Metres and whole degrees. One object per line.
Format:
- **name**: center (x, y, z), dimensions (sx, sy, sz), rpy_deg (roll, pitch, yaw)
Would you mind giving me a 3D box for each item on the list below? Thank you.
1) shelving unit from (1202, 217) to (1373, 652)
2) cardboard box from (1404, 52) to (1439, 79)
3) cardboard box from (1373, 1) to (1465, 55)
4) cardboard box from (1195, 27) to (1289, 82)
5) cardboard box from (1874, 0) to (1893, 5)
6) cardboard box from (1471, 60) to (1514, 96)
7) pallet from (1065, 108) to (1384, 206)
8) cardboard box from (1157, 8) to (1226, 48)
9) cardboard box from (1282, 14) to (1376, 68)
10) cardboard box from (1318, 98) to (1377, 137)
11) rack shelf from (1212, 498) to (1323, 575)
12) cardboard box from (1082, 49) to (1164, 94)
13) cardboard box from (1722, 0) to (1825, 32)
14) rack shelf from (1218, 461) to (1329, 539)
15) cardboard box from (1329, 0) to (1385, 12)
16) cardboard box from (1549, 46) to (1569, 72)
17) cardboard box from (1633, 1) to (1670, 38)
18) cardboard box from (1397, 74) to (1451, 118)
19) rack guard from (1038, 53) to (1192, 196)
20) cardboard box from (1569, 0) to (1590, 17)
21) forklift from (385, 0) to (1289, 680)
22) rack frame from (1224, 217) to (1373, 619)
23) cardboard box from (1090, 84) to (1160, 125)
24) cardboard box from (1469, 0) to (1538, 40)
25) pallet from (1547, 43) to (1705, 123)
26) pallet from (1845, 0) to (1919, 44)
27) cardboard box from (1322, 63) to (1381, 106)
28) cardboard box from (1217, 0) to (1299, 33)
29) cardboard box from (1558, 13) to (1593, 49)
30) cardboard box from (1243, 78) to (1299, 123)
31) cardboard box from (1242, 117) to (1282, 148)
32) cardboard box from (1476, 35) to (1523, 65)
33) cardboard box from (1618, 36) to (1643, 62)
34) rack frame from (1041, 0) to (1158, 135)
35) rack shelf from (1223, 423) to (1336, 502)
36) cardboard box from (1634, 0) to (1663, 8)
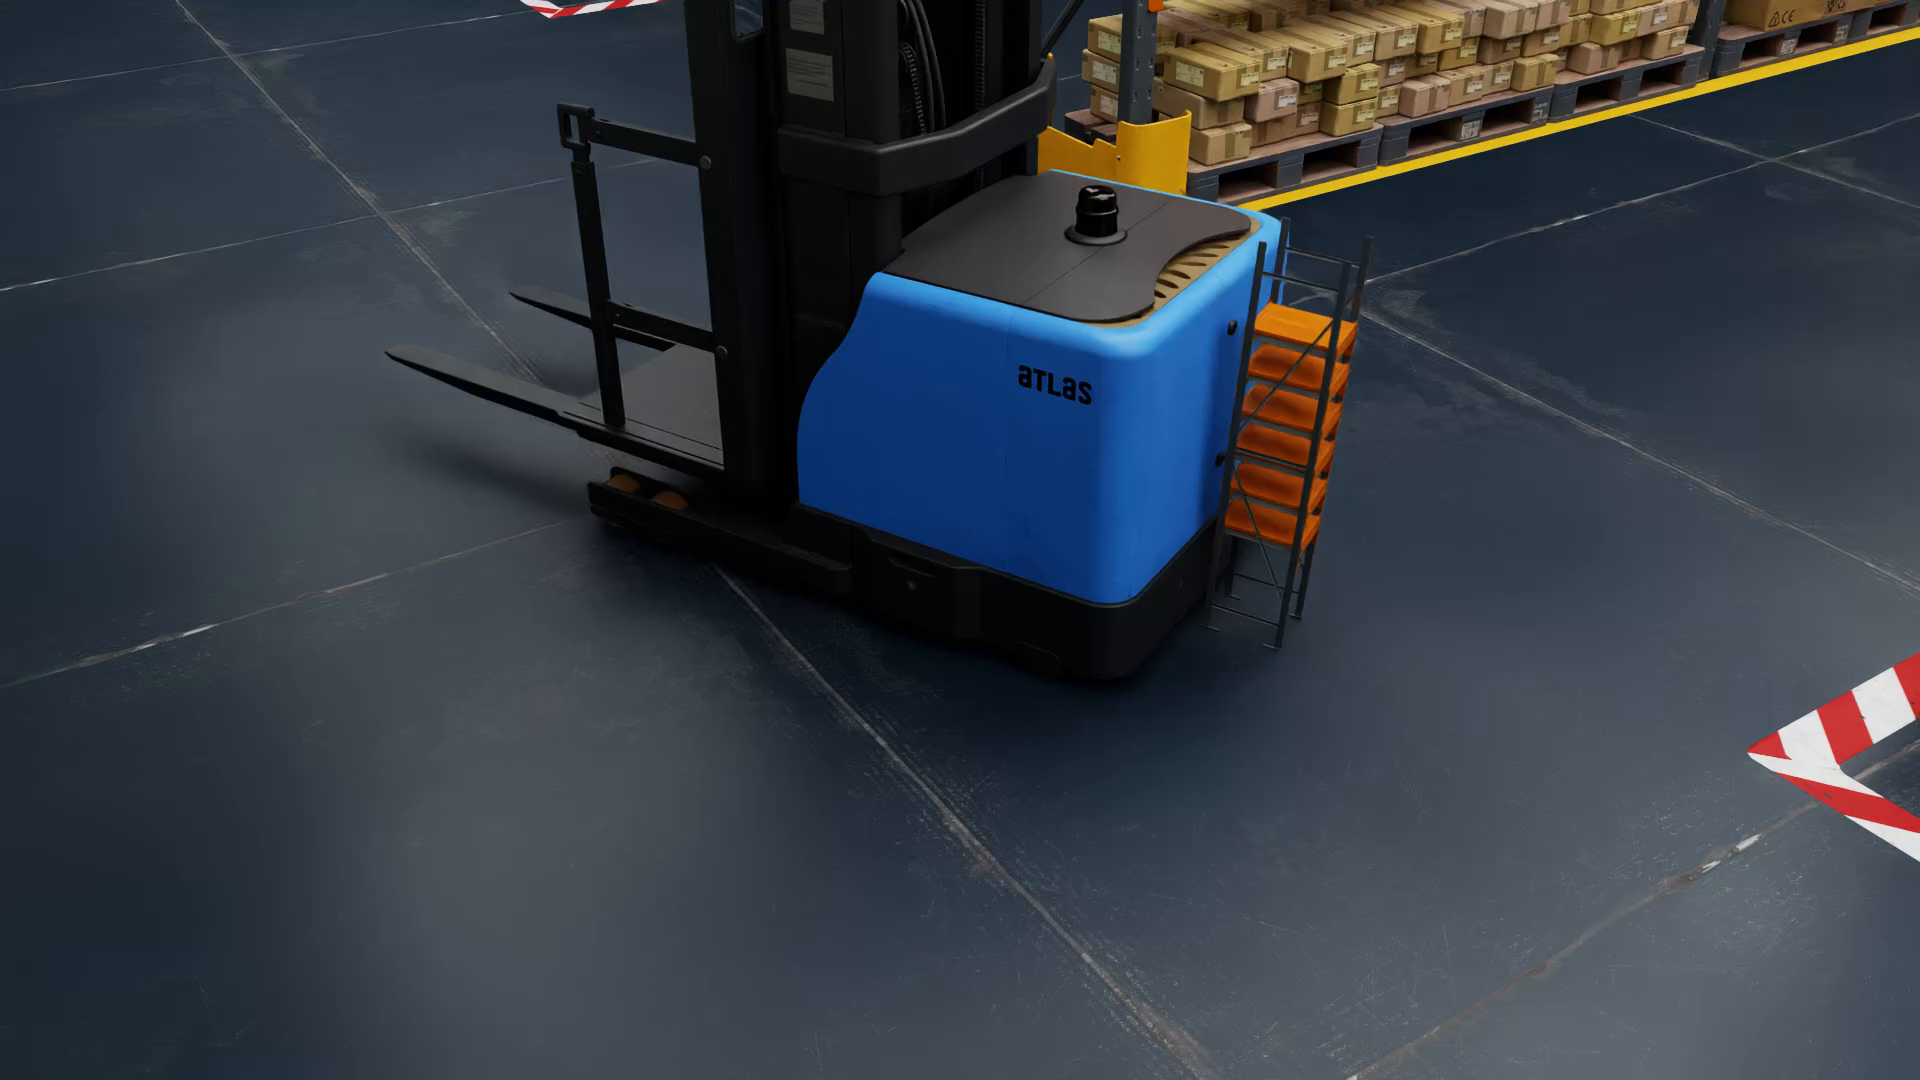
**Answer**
- **shelving unit**: center (0.876, -0.259, 4.525), dimensions (0.258, 1.200, 0.189), rpy_deg (18, 36, 22)
- **cardboard box**: center (2.163, -2.435, 8.298), dimensions (0.250, 0.149, 0.380), rpy_deg (-17, 36, -25)
- **cardboard box**: center (2.233, -2.507, 8.134), dimensions (0.250, 0.149, 0.380), rpy_deg (-18, 37, -27)
- **cardboard box**: center (1.304, -2.251, 7.728), dimensions (0.250, 0.149, 0.380), rpy_deg (-18, 37, -26)
- **cardboard box**: center (5.517, -3.578, 10.059), dimensions (0.500, 0.500, 0.500), rpy_deg (-18, 37, -26)
- **cardboard box**: center (2.605, -2.413, 8.542), dimensions (0.250, 0.149, 0.380), rpy_deg (-18, 37, -26)
- **pallet**: center (1.279, -1.957, 8.154), dimensions (1.213, 0.211, 1.003), rpy_deg (-19, 37, -27)
- **cardboard box**: center (1.063, -2.432, 8.015), dimensions (0.250, 0.149, 0.380), rpy_deg (-18, 37, -26)
- **cardboard box**: center (1.749, -2.375, 7.925), dimensions (0.250, 0.149, 0.380), rpy_deg (-21, 38, -30)
- **cardboard box**: center (1.782, -2.087, 8.025), dimensions (0.250, 0.149, 0.380), rpy_deg (-18, 37, -27)
- **rack shelf**: center (0.864, -0.022, 4.682), dimensions (0.258, 0.103, 0.180), rpy_deg (18, 36, 22)
- **cardboard box**: center (0.802, -2.273, 8.042), dimensions (0.250, 0.149, 0.380), rpy_deg (-20, 37, -29)
- **cardboard box**: center (4.640, -3.266, 9.566), dimensions (0.500, 0.500, 0.500), rpy_deg (-17, 36, -25)
- **rack shelf**: center (0.869, -0.122, 4.616), dimensions (0.258, 0.103, 0.180), rpy_deg (18, 36, 22)
- **cardboard box**: center (1.941, -2.739, 8.502), dimensions (0.250, 0.149, 0.380), rpy_deg (-20, 38, -29)
- **cardboard box**: center (2.992, -2.592, 8.827), dimensions (0.250, 0.149, 0.380), rpy_deg (-20, 37, -28)
- **cardboard box**: center (3.562, -2.832, 8.927), dimensions (0.250, 0.149, 0.380), rpy_deg (-21, 38, -29)
- **cardboard box**: center (2.201, -2.236, 8.262), dimensions (0.250, 0.149, 0.380), rpy_deg (-21, 38, -30)
- **rack guard**: center (0.577, -1.860, 7.730), dimensions (0.348, 0.500, 1.175), rpy_deg (-19, 37, -27)
- **cardboard box**: center (3.058, -2.848, 8.675), dimensions (0.250, 0.149, 0.380), rpy_deg (-18, 36, -26)
- **forklift**: center (-0.580, -1.443, 4.791), dimensions (3.031, 2.935, 1.130), rpy_deg (18, 37, 27)
- **rack frame**: center (0.918, -0.302, 4.593), dimensions (0.240, 1.200, 0.006), rpy_deg (18, 36, 22)
- **cardboard box**: center (0.843, -2.113, 8.066), dimensions (0.250, 0.149, 0.380), rpy_deg (-18, 37, -26)
- **cardboard box**: center (2.661, -2.645, 8.353), dimensions (0.250, 0.149, 0.380), rpy_deg (-20, 38, -29)
- **pallet**: center (3.330, -2.662, 9.272), dimensions (1.213, 0.211, 1.003), rpy_deg (-19, 37, -27)
- **pallet**: center (5.555, -3.452, 10.525), dimensions (1.213, 0.211, 1.003), rpy_deg (-19, 37, -27)
- **cardboard box**: center (1.786, -2.219, 7.956), dimensions (0.250, 0.149, 0.380), rpy_deg (-18, 36, -26)
- **cardboard box**: center (1.464, -2.610, 8.297), dimensions (0.250, 0.149, 0.380), rpy_deg (-21, 38, -29)
- **cardboard box**: center (3.082, -2.718, 8.746), dimensions (0.250, 0.149, 0.380), rpy_deg (-19, 37, -27)
- **cardboard box**: center (1.353, -2.083, 7.740), dimensions (0.250, 0.149, 0.380), rpy_deg (-19, 37, -27)
- **cardboard box**: center (1.303, -1.987, 7.867), dimensions (0.250, 0.149, 0.380), rpy_deg (-19, 37, -27)
- **cardboard box**: center (2.643, -2.567, 8.507), dimensions (0.250, 0.149, 0.380), rpy_deg (-21, 38, -29)
- **cardboard box**: center (3.466, -2.719, 9.028), dimensions (0.250, 0.149, 0.380), rpy_deg (-18, 36, -26)
- **rack frame**: center (0.513, -2.895, 7.028), dimensions (0.127, 3.000, 1.000), rpy_deg (-19, 37, -27)
- **rack shelf**: center (0.874, -0.222, 4.549), dimensions (0.258, 0.103, 0.180), rpy_deg (18, 36, 22)
- **cardboard box**: center (3.524, -2.964, 8.857), dimensions (0.250, 0.149, 0.380), rpy_deg (-18, 37, -27)
